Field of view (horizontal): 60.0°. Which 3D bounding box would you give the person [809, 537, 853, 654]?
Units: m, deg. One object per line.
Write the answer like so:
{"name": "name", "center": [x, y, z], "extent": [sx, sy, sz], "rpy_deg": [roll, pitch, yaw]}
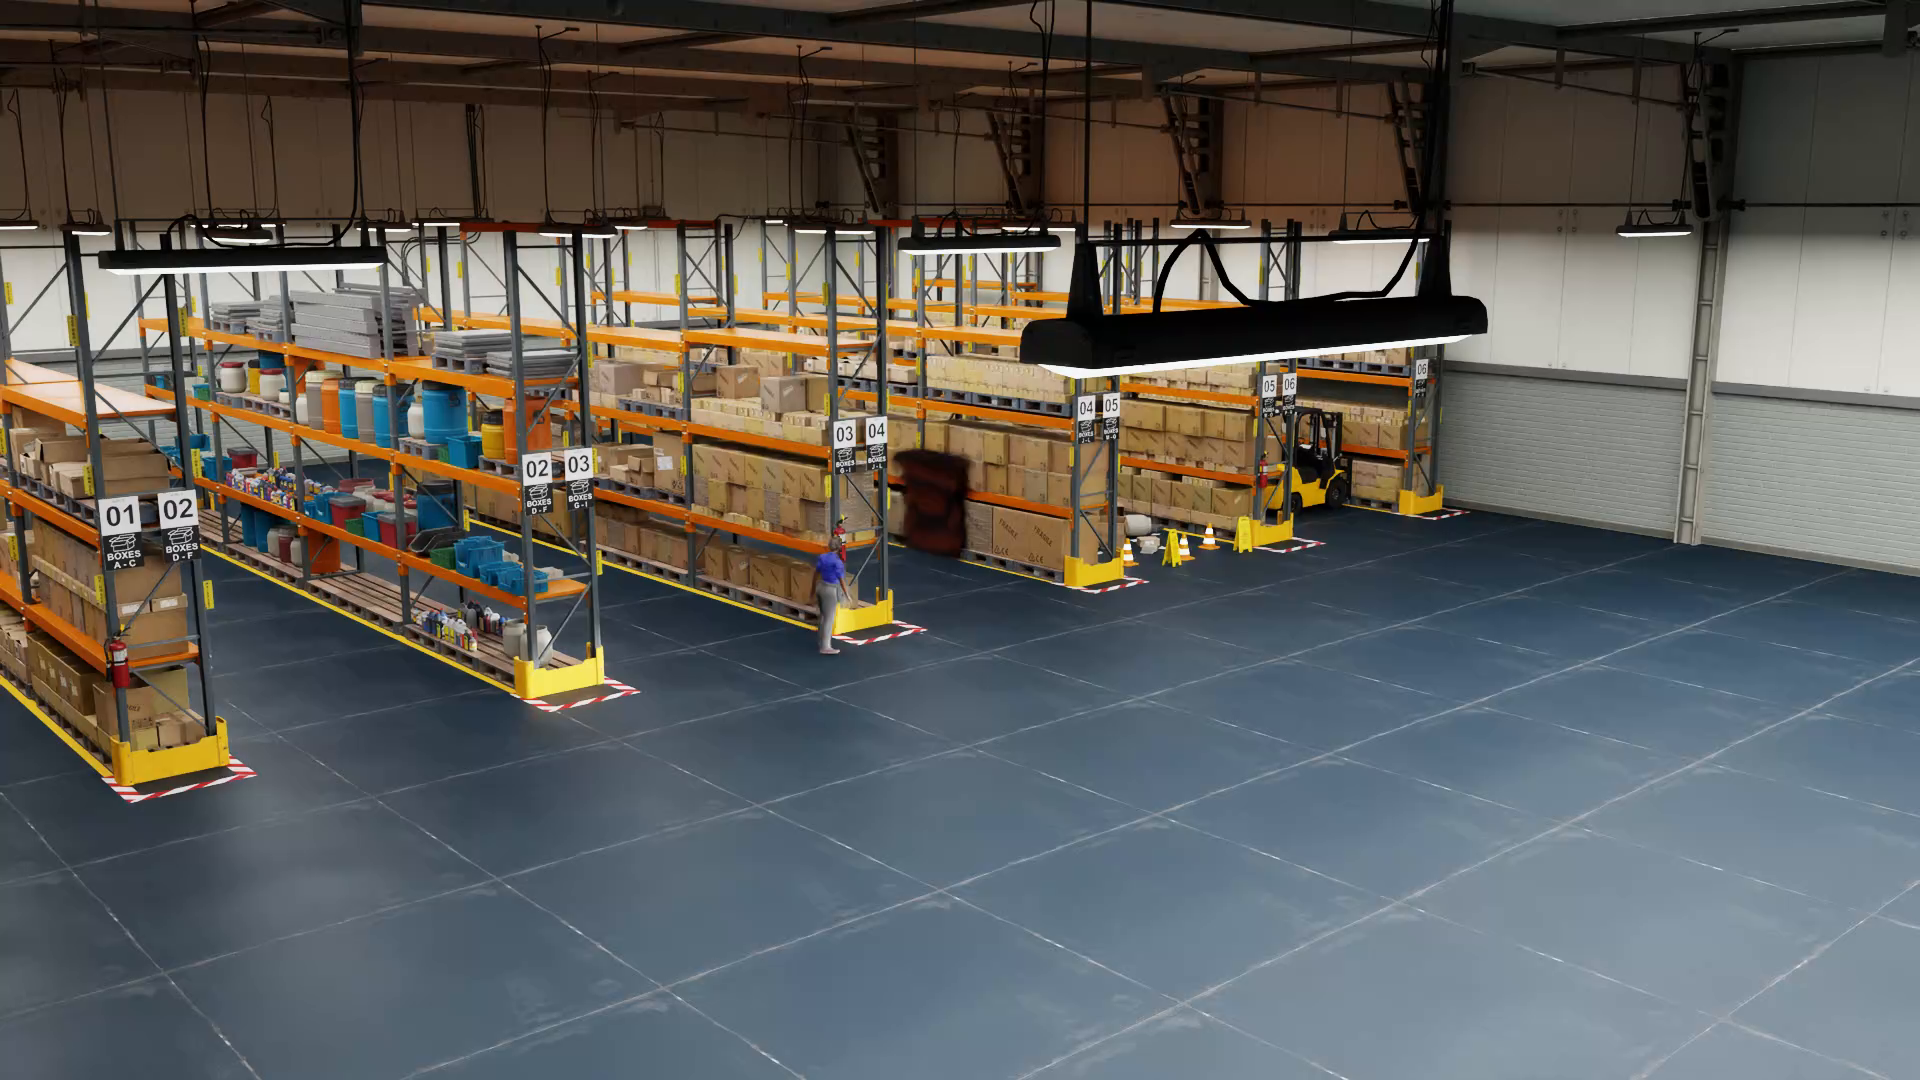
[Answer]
{"name": "person", "center": [-1.893, 0.863, 23.893], "extent": [0.492, 1.562, 0.632], "rpy_deg": [-8, 14, -36]}
